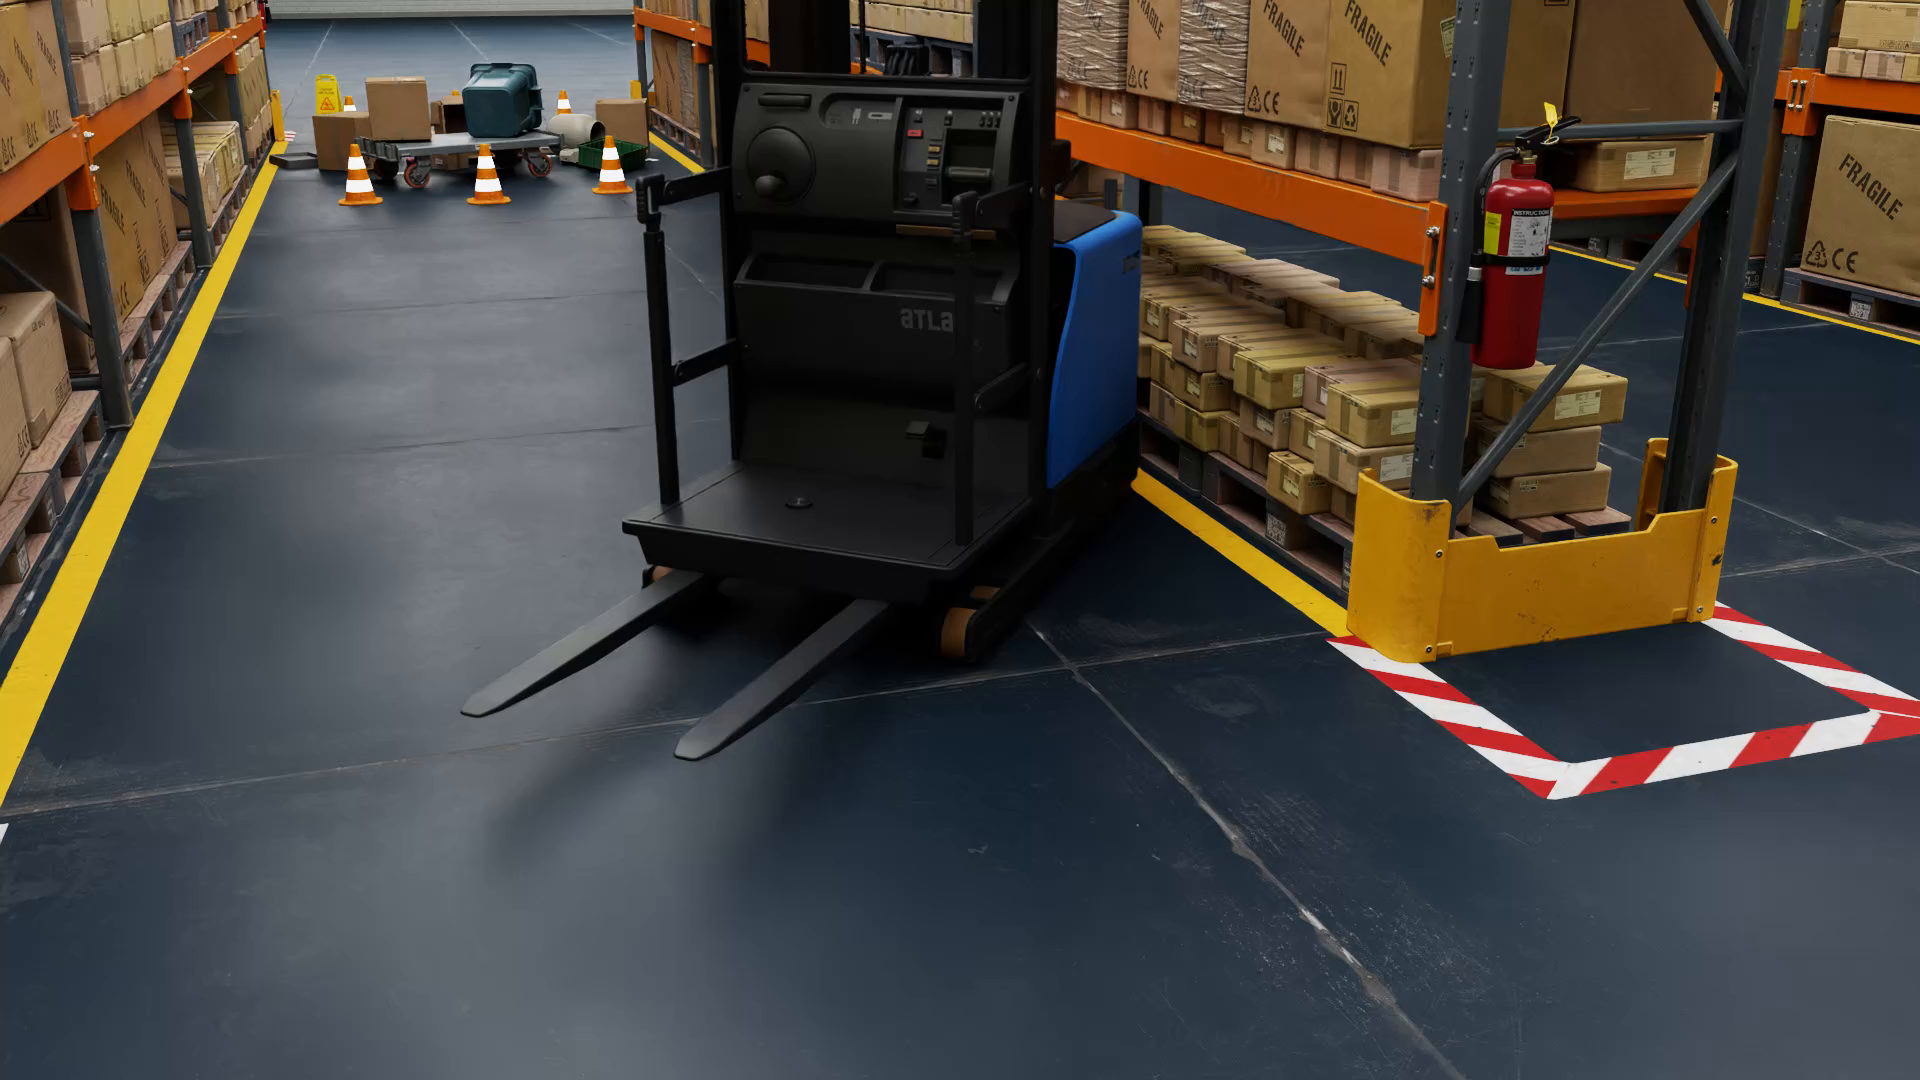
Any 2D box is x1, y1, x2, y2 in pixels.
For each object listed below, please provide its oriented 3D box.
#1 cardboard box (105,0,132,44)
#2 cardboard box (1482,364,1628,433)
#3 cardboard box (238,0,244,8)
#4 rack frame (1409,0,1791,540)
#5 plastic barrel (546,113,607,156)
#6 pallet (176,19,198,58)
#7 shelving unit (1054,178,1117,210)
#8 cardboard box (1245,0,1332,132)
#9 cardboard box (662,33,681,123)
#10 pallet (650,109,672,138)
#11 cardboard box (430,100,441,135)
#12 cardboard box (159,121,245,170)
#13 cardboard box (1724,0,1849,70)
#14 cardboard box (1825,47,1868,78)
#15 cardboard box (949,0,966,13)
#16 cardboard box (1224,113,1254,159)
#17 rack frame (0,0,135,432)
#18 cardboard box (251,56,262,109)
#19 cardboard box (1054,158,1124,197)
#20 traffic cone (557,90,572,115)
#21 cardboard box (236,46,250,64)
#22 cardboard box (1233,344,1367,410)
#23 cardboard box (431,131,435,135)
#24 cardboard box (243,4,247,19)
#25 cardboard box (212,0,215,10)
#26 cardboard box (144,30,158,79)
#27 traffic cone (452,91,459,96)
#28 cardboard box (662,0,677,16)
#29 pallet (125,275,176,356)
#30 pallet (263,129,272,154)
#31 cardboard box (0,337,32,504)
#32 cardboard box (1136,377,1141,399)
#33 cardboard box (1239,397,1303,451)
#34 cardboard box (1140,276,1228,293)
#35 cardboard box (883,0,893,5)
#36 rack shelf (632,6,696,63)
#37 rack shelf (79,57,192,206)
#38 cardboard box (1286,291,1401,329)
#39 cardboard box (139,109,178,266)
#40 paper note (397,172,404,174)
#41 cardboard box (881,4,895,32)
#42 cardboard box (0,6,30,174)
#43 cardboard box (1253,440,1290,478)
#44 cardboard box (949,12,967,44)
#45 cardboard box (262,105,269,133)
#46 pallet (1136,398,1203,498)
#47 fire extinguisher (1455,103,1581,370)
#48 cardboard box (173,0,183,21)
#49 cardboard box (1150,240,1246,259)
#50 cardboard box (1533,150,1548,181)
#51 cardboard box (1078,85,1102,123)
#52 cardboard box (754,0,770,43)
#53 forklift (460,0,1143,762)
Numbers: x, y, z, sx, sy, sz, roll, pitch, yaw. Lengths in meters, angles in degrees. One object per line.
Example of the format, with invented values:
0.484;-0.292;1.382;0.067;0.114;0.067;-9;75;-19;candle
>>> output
-4.306;-2.524;7.990;0.500;0.250;0.500;-6;21;-17;cardboard box
1.971;-0.474;5.516;0.380;0.149;0.250;-7;21;-20;cardboard box
-6.825;-5.106;15.106;0.500;0.500;0.500;-7;21;-18;cardboard box
1.813;-1.134;4.637;1.000;3.000;0.127;-6;21;-17;rack frame
-3.771;-3.974;16.353;0.512;0.421;0.421;8;21;20;plastic barrel
-5.694;-3.270;10.867;1.213;0.211;1.003;-6;21;-17;pallet
0.225;-1.032;7.125;0.538;1.125;1.048;-6;21;-16;shelving unit
1.271;-1.604;5.357;0.500;0.500;0.500;-7;21;-18;cardboard box
-2.661;-4.974;17.848;0.875;0.875;0.875;-7;21;-18;cardboard box
-2.890;-4.708;18.712;1.003;0.211;1.213;-6;21;-17;pallet
-4.928;-4.241;16.979;0.637;0.503;0.797;12;23;30;cardboard box
-6.459;-3.220;13.709;0.950;0.372;0.625;-6;21;-17;cardboard box
4.890;-3.081;9.908;0.500;0.500;0.500;-6;21;-17;cardboard box
5.073;-2.664;9.267;0.380;0.149;0.250;-6;21;-17;cardboard box
0.159;-2.828;8.664;0.380;0.149;0.250;-6;21;-17;cardboard box
1.149;-1.420;5.805;0.380;0.149;0.250;-7;21;-20;cardboard box
-4.112;-1.859;6.656;1.000;3.000;0.127;-6;21;-17;rack frame
-7.065;-4.408;16.087;0.500;0.500;0.500;-7;21;-18;cardboard box
0.574;-2.057;9.174;0.500;0.250;0.500;-7;21;-20;cardboard box
-4.397;-4.754;18.466;0.336;0.463;0.334;-6;21;-17;traffic cone
-6.701;-4.418;15.156;0.380;0.149;0.250;-6;20;-15;cardboard box
1.180;-0.569;5.781;0.380;0.149;0.250;-7;21;-18;cardboard box
-5.554;-4.163;17.286;0.380;0.149;0.250;4;20;11;cardboard box
-7.094;-5.092;16.027;0.380;0.149;0.250;-7;21;-18;cardboard box
-6.021;-4.205;12.936;0.380;0.149;0.250;-7;21;-18;cardboard box
-4.645;-2.612;8.974;0.500;0.250;0.500;-7;21;-18;cardboard box
-5.577;-4.743;18.436;0.336;0.463;0.334;-6;21;-17;traffic cone
-2.600;-5.692;17.105;0.875;0.550;0.500;-6;21;-17;cardboard box
-4.813;-1.179;8.886;1.003;0.211;1.213;-6;21;-17;pallet
-7.638;-4.109;17.045;1.003;0.211;1.213;-6;21;-17;pallet
-3.734;-0.351;5.626;0.875;0.438;0.875;-7;21;-19;cardboard box
0.812;-0.711;7.054;0.380;0.149;0.250;-7;21;-19;cardboard box
1.211;-0.436;5.848;0.380;0.149;0.250;-7;21;-19;cardboard box
0.894;-1.000;6.980;0.380;0.149;0.250;-7;21;-19;cardboard box
-0.245;-3.245;9.824;0.380;0.149;0.250;-6;21;-15;cardboard box
-2.587;-5.288;17.267;1.077;0.370;4.000;-6;21;-17;rack shelf
-4.740;-2.163;8.565;1.077;0.370;4.000;-6;21;-17;rack shelf
1.538;-0.895;6.686;0.380;0.149;0.250;-6;21;-16;cardboard box
-5.231;-2.110;9.876;0.875;0.875;0.875;-7;21;-18;cardboard box
-5.173;-3.381;15.284;0.148;0.019;0.142;-6;21;-17;paper note
-0.253;-3.107;9.880;0.380;0.149;0.250;-7;21;-19;cardboard box
-3.384;-1.461;5.398;0.500;0.500;0.500;-7;21;-18;cardboard box
1.271;-0.303;5.918;0.380;0.149;0.250;-6;21;-17;cardboard box
0.161;-2.687;8.710;0.380;0.149;0.250;-6;21;-17;cardboard box
-7.218;-4.216;16.663;0.500;0.250;0.500;-6;21;-17;cardboard box
1.188;-0.502;7.001;1.003;0.211;1.213;-6;21;-17;pallet
1.454;-0.792;4.351;0.296;0.674;0.183;-6;21;-17;fire extinguisher
-5.394;-3.534;11.067;0.380;0.149;0.250;-8;21;-21;cardboard box
1.118;-1.310;7.843;0.380;0.149;0.250;-7;21;-18;cardboard box
1.903;-1.232;5.281;0.380;0.149;0.250;-6;21;-15;cardboard box
0.717;-1.843;6.982;0.380;0.149;0.250;-6;21;-16;cardboard box
-1.253;-4.025;12.536;0.500;0.500;0.500;-6;21;-17;cardboard box
-0.345;-1.177;4.859;1.130;2.935;3.031;8;21;21;forklift
